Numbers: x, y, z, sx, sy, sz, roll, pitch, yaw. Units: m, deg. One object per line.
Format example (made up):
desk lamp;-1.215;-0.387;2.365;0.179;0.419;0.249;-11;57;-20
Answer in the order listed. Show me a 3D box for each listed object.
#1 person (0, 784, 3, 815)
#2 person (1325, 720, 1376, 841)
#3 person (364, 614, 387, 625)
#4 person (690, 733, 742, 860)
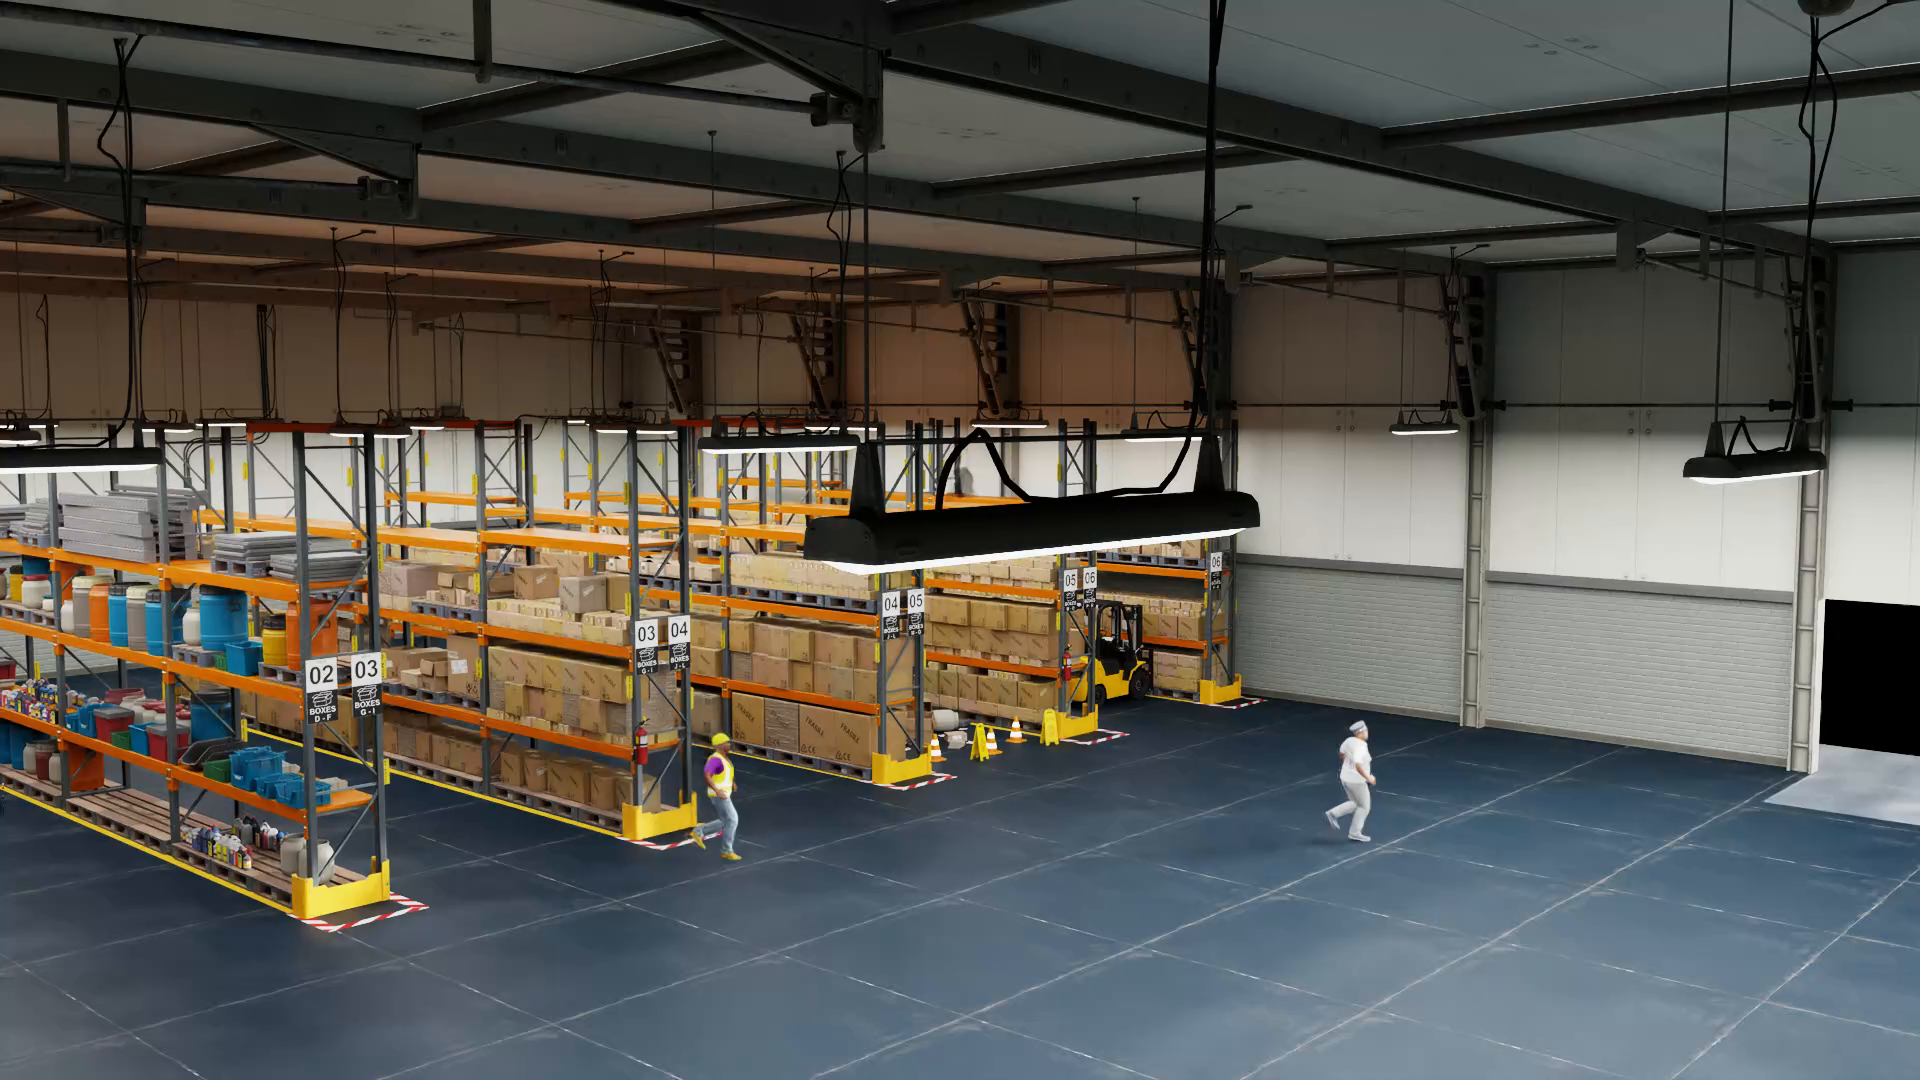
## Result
person;-14.020;3.601;23.891;0.530;1.554;0.512;4;6;37
person;5.659;3.492;24.166;0.667;1.771;0.669;-1;5;-9
person;-13.870;2.269;39.082;0.767;1.840;0.856;2;5;26
person;-3.408;3.585;23.321;0.757;1.740;0.750;0;5;1
